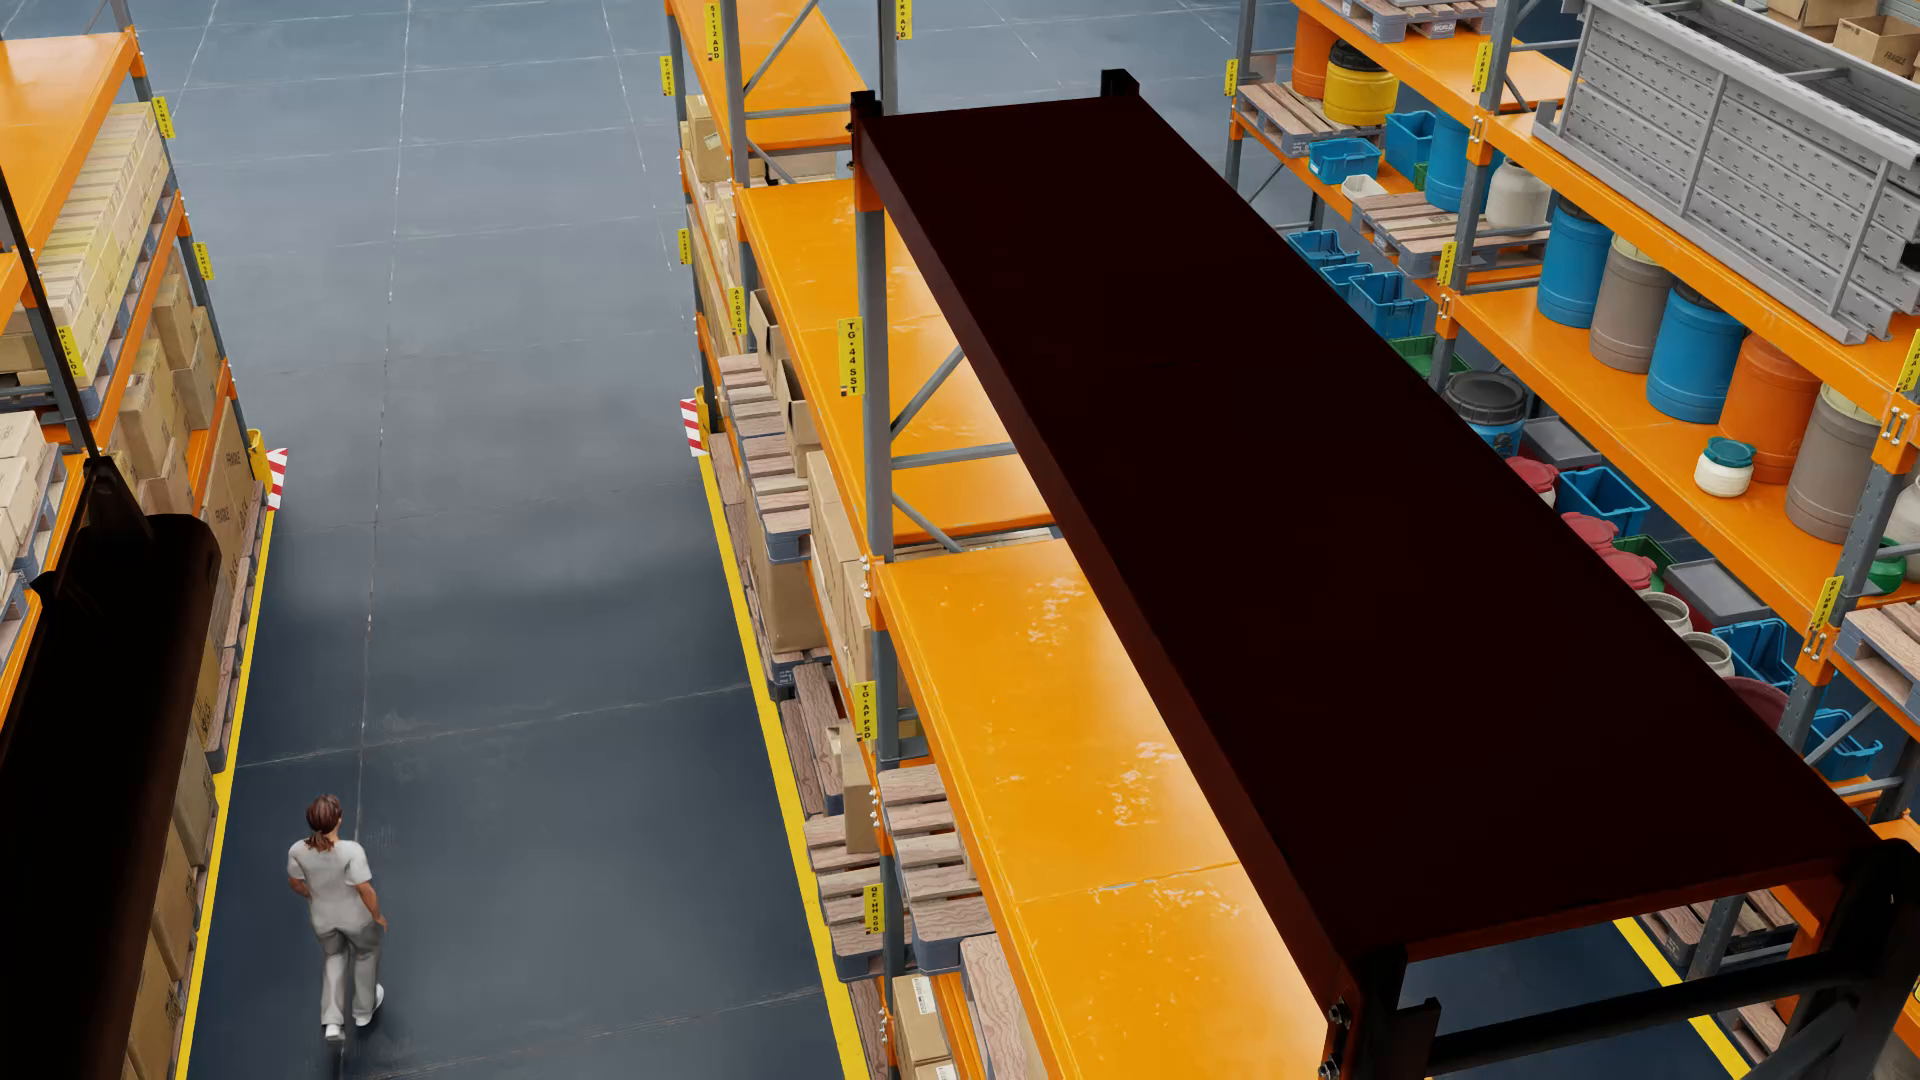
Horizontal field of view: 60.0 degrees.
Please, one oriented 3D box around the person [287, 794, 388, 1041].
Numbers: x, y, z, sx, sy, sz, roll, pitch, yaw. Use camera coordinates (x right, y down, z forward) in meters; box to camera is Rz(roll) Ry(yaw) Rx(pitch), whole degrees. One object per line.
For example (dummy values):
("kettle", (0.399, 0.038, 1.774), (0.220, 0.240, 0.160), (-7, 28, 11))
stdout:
("person", (-3.530, 2.207, 9.427), (0.501, 1.652, 0.608), (0, 34, 0))
